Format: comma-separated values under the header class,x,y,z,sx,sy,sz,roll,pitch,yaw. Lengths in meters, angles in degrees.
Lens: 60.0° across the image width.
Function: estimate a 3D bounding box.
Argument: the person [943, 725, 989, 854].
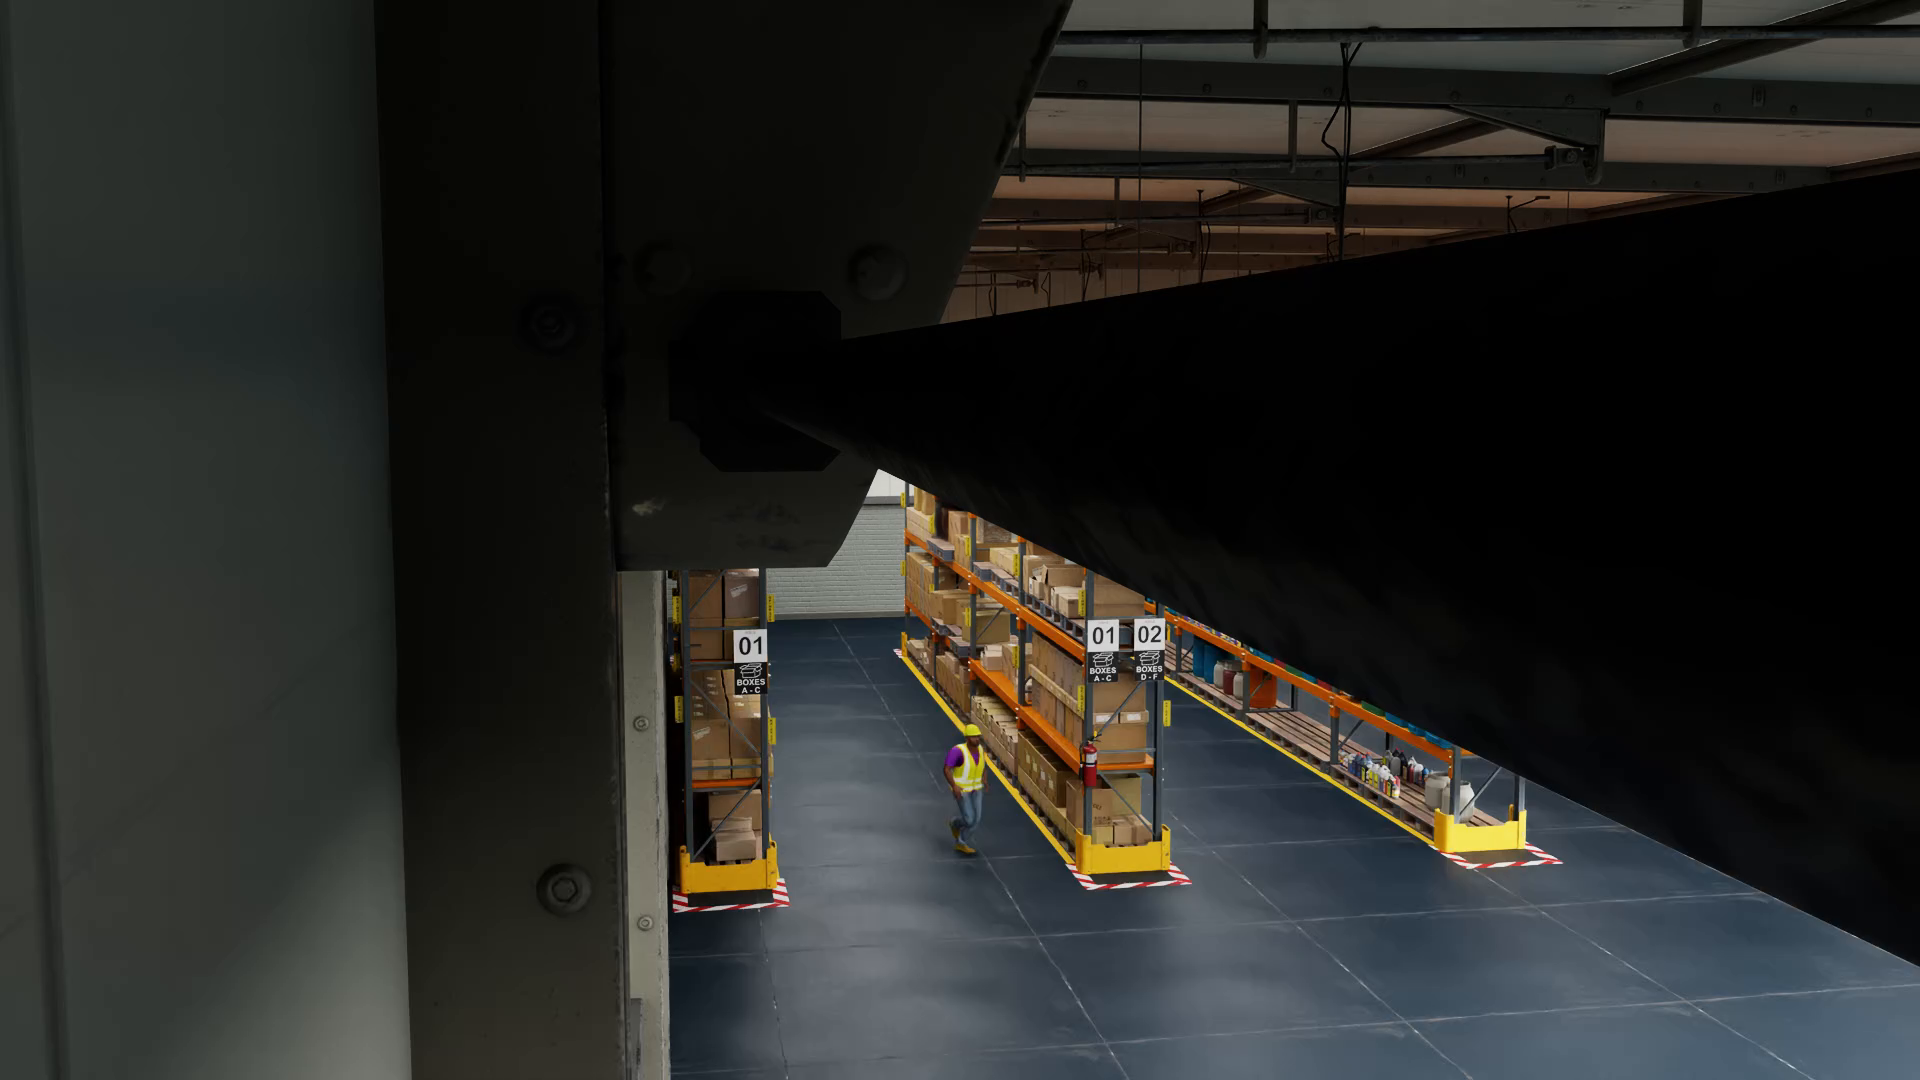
class,x,y,z,sx,sy,sz,roll,pitch,yaw
person,0.060,3.236,21.756,0.701,1.701,0.591,-4,7,-35
